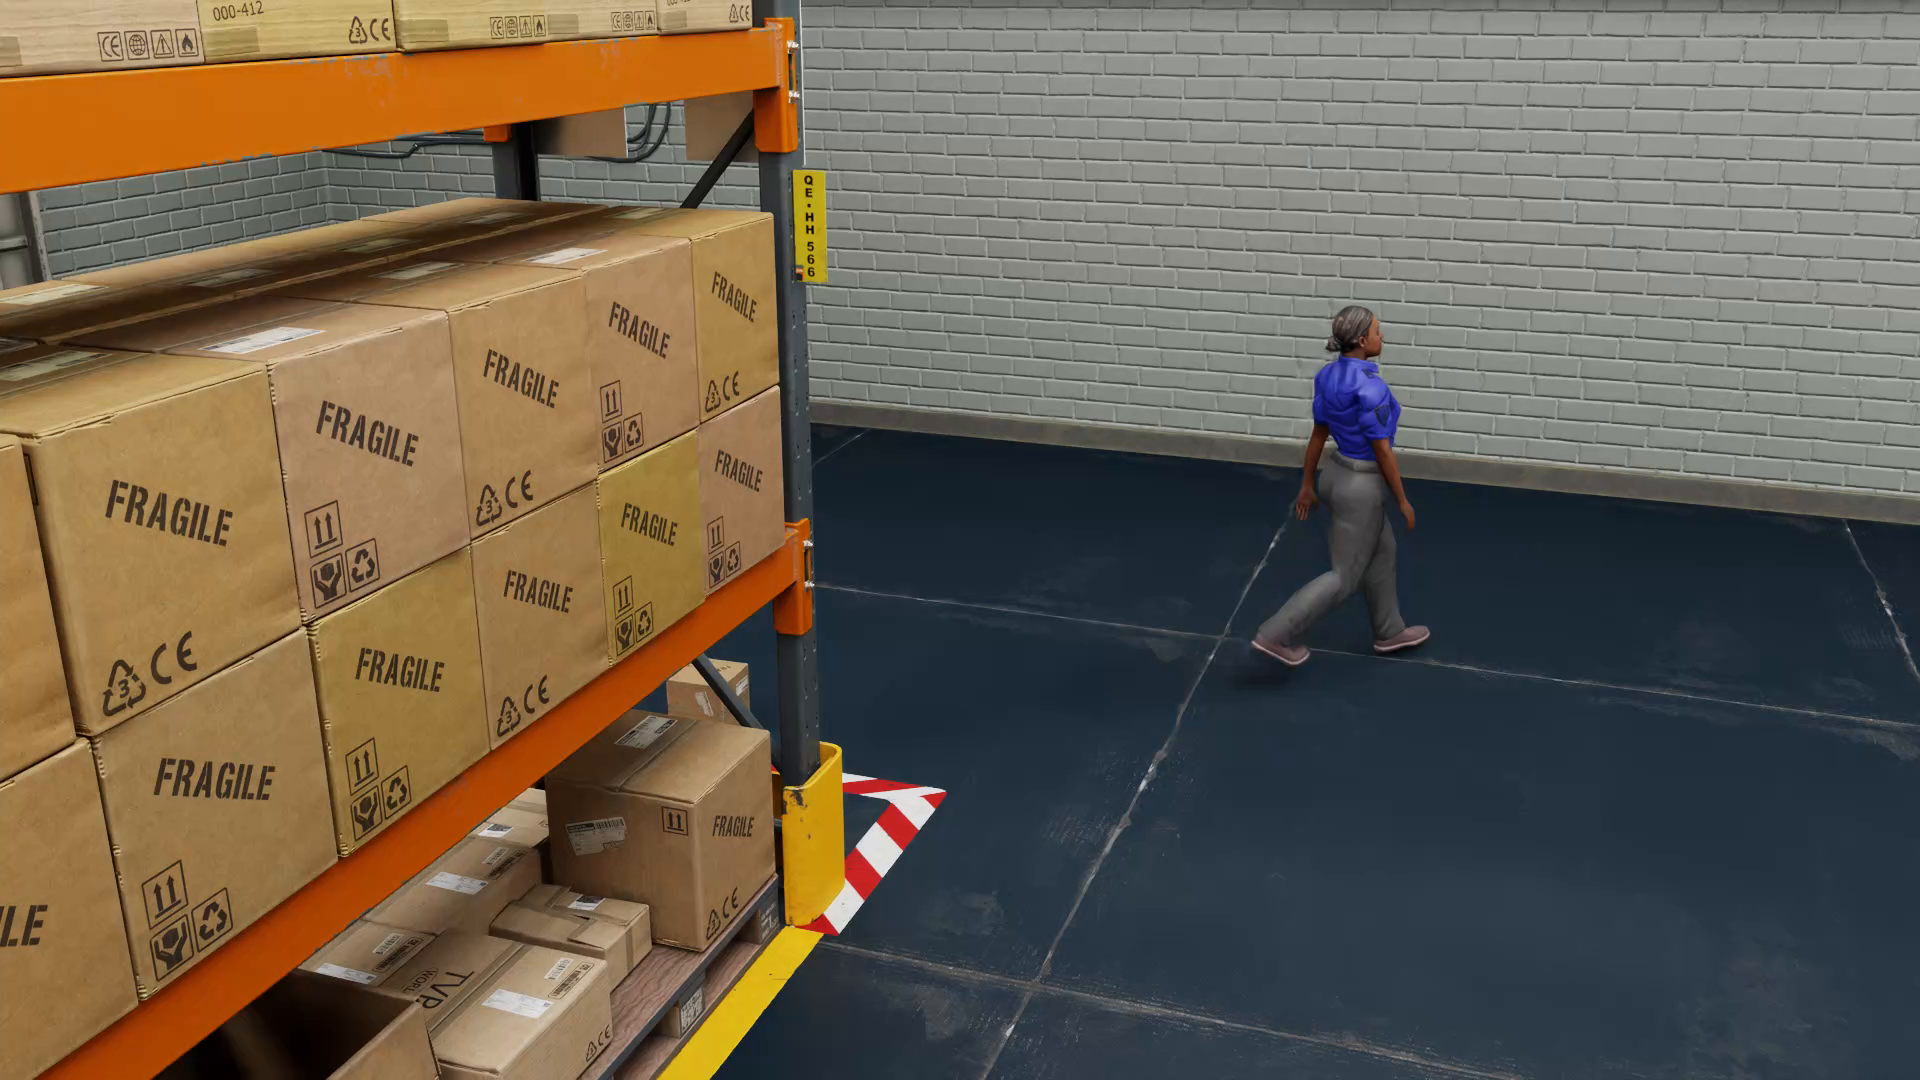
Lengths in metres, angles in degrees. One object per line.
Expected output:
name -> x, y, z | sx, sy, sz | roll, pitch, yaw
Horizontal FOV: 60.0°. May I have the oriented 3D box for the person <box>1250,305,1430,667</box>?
person -> 1.714, -0.219, 7.218 | 0.977, 1.603, 0.472 | -5, 19, -14
